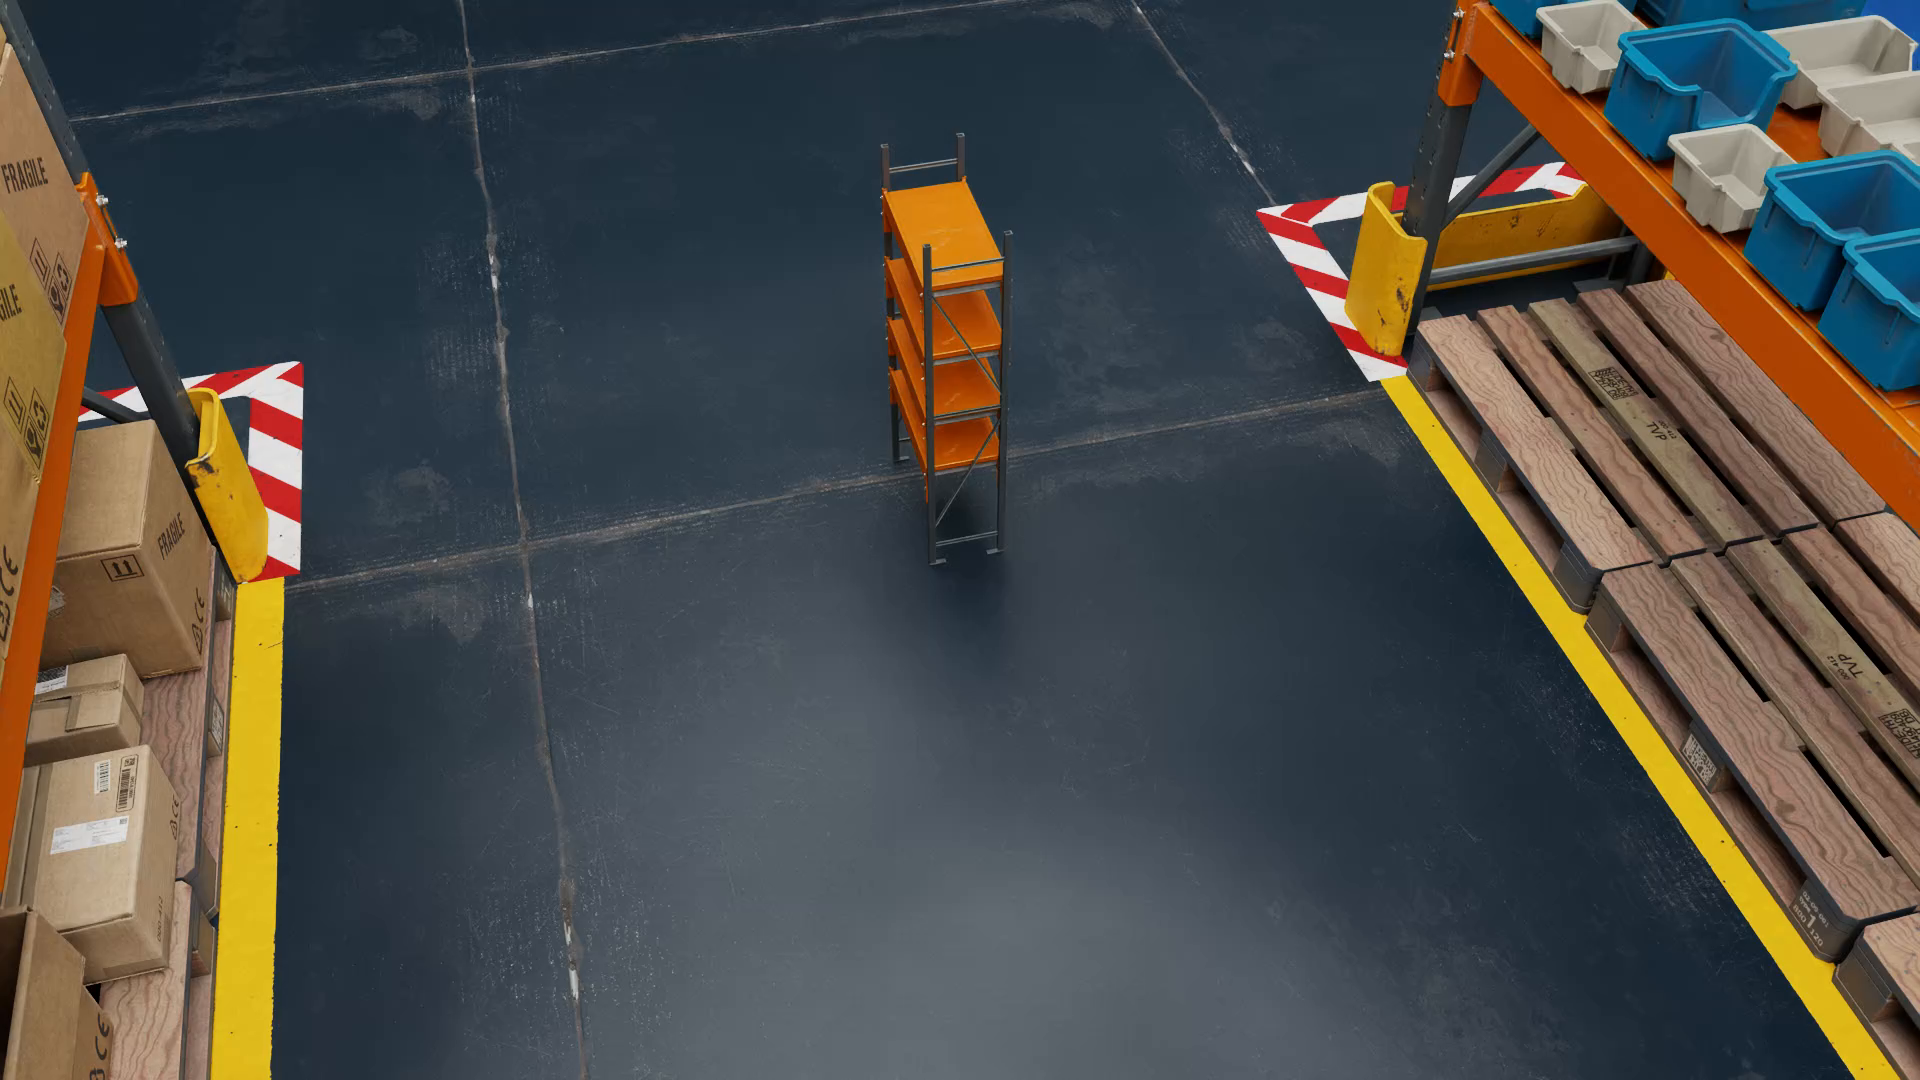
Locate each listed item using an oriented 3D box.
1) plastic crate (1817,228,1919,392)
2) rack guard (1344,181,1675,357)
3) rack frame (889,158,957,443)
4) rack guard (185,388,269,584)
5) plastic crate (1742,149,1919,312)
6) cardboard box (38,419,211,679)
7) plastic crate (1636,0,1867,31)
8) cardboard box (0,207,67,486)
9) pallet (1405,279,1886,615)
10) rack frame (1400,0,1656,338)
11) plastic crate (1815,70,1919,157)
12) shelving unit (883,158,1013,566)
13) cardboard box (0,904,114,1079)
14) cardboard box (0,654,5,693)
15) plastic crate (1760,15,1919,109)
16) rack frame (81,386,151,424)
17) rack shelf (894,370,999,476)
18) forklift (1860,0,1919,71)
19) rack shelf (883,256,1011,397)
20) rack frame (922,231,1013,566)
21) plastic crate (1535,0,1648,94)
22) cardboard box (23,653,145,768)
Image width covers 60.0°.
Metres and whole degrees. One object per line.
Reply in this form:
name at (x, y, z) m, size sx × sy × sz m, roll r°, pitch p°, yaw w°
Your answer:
plastic crate at (2.176, -0.514, 3.729) m, size 0.416 × 0.233 × 0.300 m, roll -11°, pitch 47°, yaw -10°
rack guard at (1.998, -1.038, 5.917) m, size 1.175 × 0.500 × 0.348 m, roll -11°, pitch 47°, yaw -10°
rack frame at (-0.104, -0.703, 5.099) m, size 0.228 × 1.046 × 0.006 m, roll -11°, pitch 47°, yaw -10°
rack guard at (-2.753, -0.068, 4.967) m, size 1.175 × 0.500 × 0.348 m, roll -11°, pitch 47°, yaw -10°
plastic crate at (2.099, -0.722, 3.932) m, size 0.416 × 0.233 × 0.300 m, roll -11°, pitch 47°, yaw -10°
cardboard box at (-2.395, 0.056, 4.538) m, size 0.500 × 0.500 × 0.500 m, roll -11°, pitch 47°, yaw -10°
plastic crate at (2.283, -1.735, 4.784) m, size 0.616 × 0.435 × 0.499 m, roll -11°, pitch 47°, yaw -10°
cardboard box at (-2.258, -0.414, 3.485) m, size 0.500 × 0.500 × 0.500 m, roll -10°, pitch 46°, yaw -10°
pallet at (2.191, -0.346, 5.442) m, size 1.003 × 0.211 × 1.213 m, roll -11°, pitch 47°, yaw -10°
rack frame at (2.017, -1.899, 5.011) m, size 1.000 × 3.000 × 0.127 m, roll -11°, pitch 47°, yaw -10°
plastic crate at (2.461, -1.095, 4.365) m, size 0.396 × 0.136 × 0.243 m, roll -11°, pitch 47°, yaw -10°
shelving unit at (-0.042, -0.533, 4.932) m, size 0.258 × 1.200 × 0.499 m, roll -11°, pitch 47°, yaw -10°
cardboard box at (-2.234, 1.189, 3.424) m, size 0.797 × 0.503 × 0.637 m, roll -11°, pitch 47°, yaw -10°
cardboard box at (-2.007, 0.280, 2.806) m, size 0.500 × 0.500 × 0.500 m, roll -11°, pitch 47°, yaw -11°
plastic crate at (2.401, -1.298, 4.564) m, size 0.396 × 0.136 × 0.243 m, roll -11°, pitch 47°, yaw -10°
rack frame at (-2.775, -0.995, 4.125) m, size 0.949 × 2.616 × 0.053 m, roll -11°, pitch 47°, yaw -10°
rack shelf at (-0.042, -0.376, 5.095) m, size 0.221 × 0.050 × 0.457 m, roll -11°, pitch 47°, yaw -10°
forklift at (4.288, -2.189, 5.343) m, size 1.130 × 2.935 × 3.031 m, roll -18°, pitch 48°, yaw -17°
rack shelf at (-0.042, -0.644, 4.822) m, size 0.258 × 0.148 × 0.480 m, roll -11°, pitch 47°, yaw -10°
rack frame at (0.020, -0.366, 4.768) m, size 0.240 × 1.200 × 0.015 m, roll -11°, pitch 47°, yaw -10°
plastic crate at (1.764, -1.360, 4.626) m, size 0.250 × 0.136 × 0.298 m, roll -11°, pitch 47°, yaw -10°
cardboard box at (-2.378, 0.468, 4.367) m, size 0.380 × 0.166 × 0.250 m, roll -11°, pitch 47°, yaw -10°
